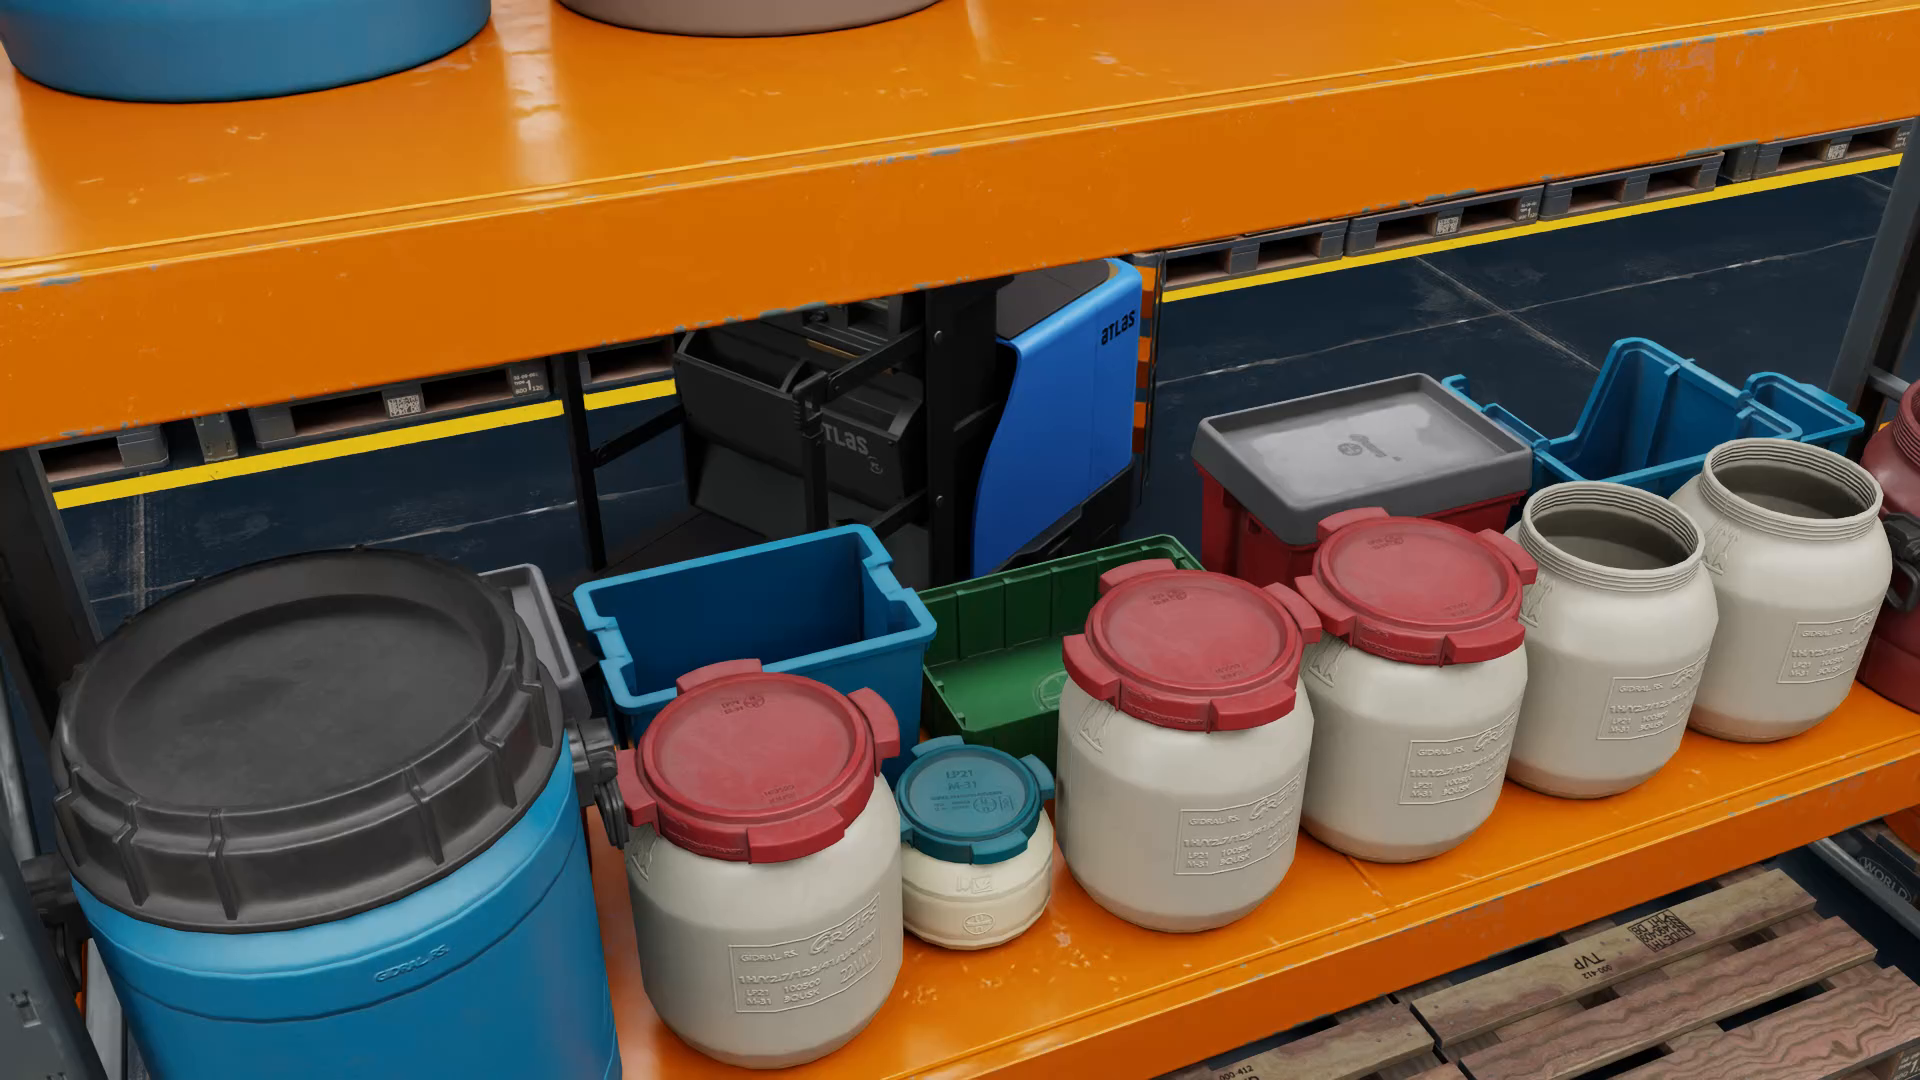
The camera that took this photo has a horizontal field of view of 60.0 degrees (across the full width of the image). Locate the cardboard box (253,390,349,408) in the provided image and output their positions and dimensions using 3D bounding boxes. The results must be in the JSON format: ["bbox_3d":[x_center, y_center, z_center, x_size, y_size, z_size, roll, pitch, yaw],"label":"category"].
[{"bbox_3d":[-2.714,-0.810,6.880,0.500,0.250,0.500,-14,35,-20],"label":"cardboard box"}]

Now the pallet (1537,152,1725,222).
[{"bbox_3d":[3.459,-2.155,9.369,1.213,0.211,1.003,-13,35,-19],"label":"pallet"}]

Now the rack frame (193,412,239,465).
[{"bbox_3d":[-3.182,-1.826,6.306,0.127,3.000,1.000,-13,35,-19],"label":"rack frame"}]

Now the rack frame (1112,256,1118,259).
[{"bbox_3d":[0.506,-2.670,7.604,0.127,3.000,1.000,-13,35,-19],"label":"rack frame"}]

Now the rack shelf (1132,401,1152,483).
[{"bbox_3d":[0.605,-0.396,6.425,0.240,0.259,0.215,8,34,12],"label":"rack shelf"}]

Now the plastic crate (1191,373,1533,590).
[{"bbox_3d":[0.812,-0.018,3.469,0.583,0.464,0.402,-13,35,-19],"label":"plastic crate"}]

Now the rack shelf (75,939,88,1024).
[{"bbox_3d":[-3.112,1.390,2.024,4.000,0.370,1.077,-13,35,-19],"label":"rack shelf"}]

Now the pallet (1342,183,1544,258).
[{"bbox_3d":[2.332,-1.896,8.970,1.213,0.211,1.003,-13,35,-19],"label":"pallet"}]

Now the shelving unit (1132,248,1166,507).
[{"bbox_3d":[0.605,-0.638,6.268,0.252,1.050,0.215,8,34,12],"label":"shelving unit"}]

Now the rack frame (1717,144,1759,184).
[{"bbox_3d":[4.194,-3.515,8.902,0.127,3.000,1.000,-13,35,-19],"label":"rack frame"}]

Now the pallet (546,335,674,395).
[{"bbox_3d":[-1.391,-1.092,7.734,1.213,0.211,1.003,-13,35,-19],"label":"pallet"}]

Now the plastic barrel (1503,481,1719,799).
[{"bbox_3d":[1.166,0.188,3.108,0.421,0.512,0.421,0,33,0],"label":"plastic barrel"}]

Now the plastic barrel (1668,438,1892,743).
[{"bbox_3d":[1.555,0.099,3.245,0.421,0.512,0.421,0,33,0],"label":"plastic barrel"}]

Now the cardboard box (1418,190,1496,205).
[{"bbox_3d":[2.461,-2.089,8.599,0.500,0.500,0.500,-14,36,-21],"label":"cardboard box"}]

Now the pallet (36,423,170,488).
[{"bbox_3d":[-3.931,-0.510,6.840,1.213,0.211,1.003,-13,35,-19],"label":"pallet"}]

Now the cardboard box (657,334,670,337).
[{"bbox_3d":[-1.296,-1.135,7.380,0.500,0.250,0.500,-12,35,-18],"label":"cardboard box"}]

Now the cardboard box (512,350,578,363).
[{"bbox_3d":[-1.766,-1.028,7.215,0.500,0.250,0.500,-14,36,-20],"label":"cardboard box"}]

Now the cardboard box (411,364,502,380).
[{"bbox_3d":[-2.242,-0.917,7.045,0.500,0.250,0.500,-12,35,-18],"label":"cardboard box"}]

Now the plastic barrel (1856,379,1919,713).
[{"bbox_3d":[2.110,0.015,3.352,0.708,0.536,0.600,-13,35,-19],"label":"plastic barrel"}]

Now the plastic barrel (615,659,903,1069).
[{"bbox_3d":[-0.301,0.517,2.580,0.433,0.535,0.433,0,33,0],"label":"plastic barrel"}]

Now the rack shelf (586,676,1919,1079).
[{"bbox_3d":[0.576,0.545,3.321,4.000,0.370,1.077,-13,35,-19],"label":"rack shelf"}]

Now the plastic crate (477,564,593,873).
[{"bbox_3d":[-0.940,0.383,2.852,0.583,0.464,0.402,-13,35,-19],"label":"plastic crate"}]

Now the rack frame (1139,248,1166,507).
[{"bbox_3d":[0.723,-0.622,6.243,0.008,1.050,0.200,8,34,12],"label":"rack frame"}]

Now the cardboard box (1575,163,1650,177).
[{"bbox_3d":[3.391,-2.303,8.928,0.500,0.500,0.500,-13,35,-19],"label":"cardboard box"}]

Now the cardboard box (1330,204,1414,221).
[{"bbox_3d":[1.982,-1.976,8.425,0.500,0.500,0.500,-13,35,-20],"label":"cardboard box"}]

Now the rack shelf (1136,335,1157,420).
[{"bbox_3d":[0.605,-0.629,6.274,0.240,0.259,0.215,8,34,12],"label":"rack shelf"}]

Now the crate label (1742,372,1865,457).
[{"bbox_3d":[1.887,-0.208,3.973,0.416,0.233,0.303,-13,35,-19],"label":"crate label"}]

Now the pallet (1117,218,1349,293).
[{"bbox_3d":[1.209,-1.640,8.577,1.213,0.211,1.003,-13,35,-19],"label":"pallet"}]

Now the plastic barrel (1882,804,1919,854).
[{"bbox_3d":[2.865,0.443,4.423,0.708,0.830,0.600,-13,35,-19],"label":"plastic barrel"}]

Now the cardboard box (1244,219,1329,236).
[{"bbox_3d":[1.517,-1.873,8.266,0.500,0.500,0.500,-14,36,-21],"label":"cardboard box"}]

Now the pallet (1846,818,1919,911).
[{"bbox_3d":[3.131,0.803,4.823,1.213,0.211,1.003,-13,35,-19],"label":"pallet"}]

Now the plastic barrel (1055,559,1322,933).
[{"bbox_3d":[0.376,0.362,2.818,0.433,0.535,0.433,0,33,0],"label":"plastic barrel"}]

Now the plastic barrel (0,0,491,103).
[{"bbox_3d":[-0.883,-1.018,1.854,0.708,0.901,0.600,-13,35,-19],"label":"plastic barrel"}]

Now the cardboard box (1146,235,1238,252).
[{"bbox_3d":[1.037,-1.759,8.092,0.500,0.500,0.500,-11,35,-17],"label":"cardboard box"}]

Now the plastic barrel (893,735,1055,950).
[{"bbox_3d":[0.012,0.522,2.825,0.301,0.262,0.301,0,33,0],"label":"plastic barrel"}]

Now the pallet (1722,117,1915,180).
[{"bbox_3d":[4.828,-2.490,9.884,1.213,0.211,1.003,-13,35,-19],"label":"pallet"}]

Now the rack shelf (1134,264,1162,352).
[{"bbox_3d":[0.605,-0.867,6.119,0.240,0.259,0.215,8,34,12],"label":"rack shelf"}]

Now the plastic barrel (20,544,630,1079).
[{"bbox_3d":[-0.794,0.526,2.231,0.708,0.901,0.600,-13,35,-19],"label":"plastic barrel"}]

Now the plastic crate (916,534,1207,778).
[{"bbox_3d":[0.229,0.245,3.317,0.662,0.188,0.450,-13,35,-19],"label":"plastic crate"}]

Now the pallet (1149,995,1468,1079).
[{"bbox_3d":[0.568,1.390,3.921,1.213,0.211,1.003,-13,35,-19],"label":"pallet"}]

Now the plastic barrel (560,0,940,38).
[{"bbox_3d":[-0.280,-1.156,2.066,0.600,0.901,0.600,0,33,0],"label":"plastic barrel"}]

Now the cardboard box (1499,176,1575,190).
[{"bbox_3d":[2.929,-2.197,8.765,0.500,0.500,0.500,-12,35,-18],"label":"cardboard box"}]

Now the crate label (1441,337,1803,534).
[{"bbox_3d":[1.400,-0.120,3.651,0.616,0.435,0.502,-13,35,-19],"label":"crate label"}]

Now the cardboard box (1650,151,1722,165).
[{"bbox_3d":[3.850,-2.403,9.082,0.500,0.500,0.500,-13,35,-19],"label":"cardboard box"}]

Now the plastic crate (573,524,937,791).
[{"bbox_3d":[-0.371,0.283,3.079,0.575,0.384,0.392,-13,35,-19],"label":"plastic crate"}]

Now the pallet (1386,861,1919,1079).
[{"bbox_3d":[1.691,1.134,4.313,1.213,0.211,1.003,-13,35,-19],"label":"pallet"}]

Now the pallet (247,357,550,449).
[{"bbox_3d":[-2.518,-0.832,7.335,1.213,0.211,1.003,-13,35,-19],"label":"pallet"}]

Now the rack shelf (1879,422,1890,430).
[{"bbox_3d":[4.264,-0.299,4.619,4.000,0.370,1.077,-13,35,-19],"label":"rack shelf"}]

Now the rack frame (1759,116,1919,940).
[{"bbox_3d":[2.420,-0.179,3.774,0.127,3.000,1.000,-13,35,-19],"label":"rack frame"}]

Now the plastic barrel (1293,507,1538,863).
[{"bbox_3d":[0.775,0.271,2.959,0.433,0.535,0.433,0,33,0],"label":"plastic barrel"}]

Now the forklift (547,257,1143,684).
[{"bbox_3d":[-0.636,-0.791,4.778,1.130,2.935,3.031,22,39,30],"label":"forklift"}]
